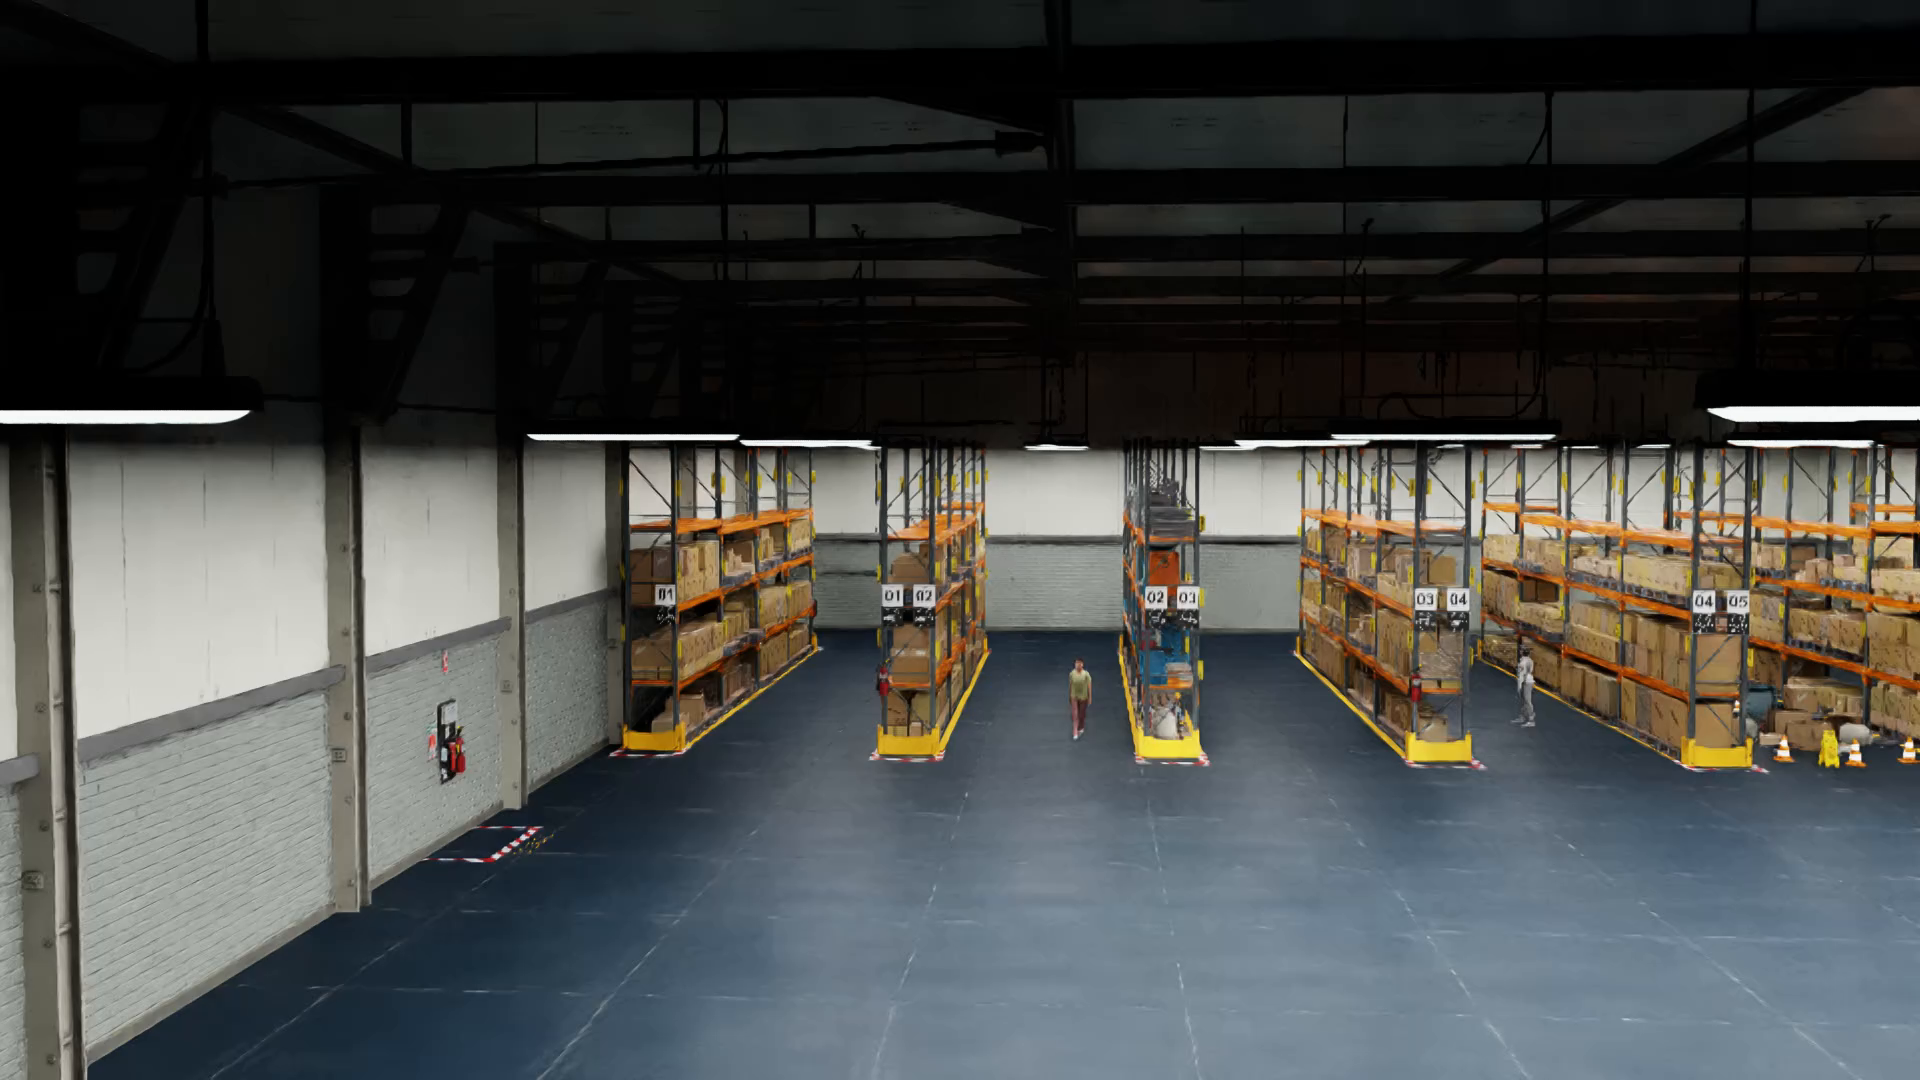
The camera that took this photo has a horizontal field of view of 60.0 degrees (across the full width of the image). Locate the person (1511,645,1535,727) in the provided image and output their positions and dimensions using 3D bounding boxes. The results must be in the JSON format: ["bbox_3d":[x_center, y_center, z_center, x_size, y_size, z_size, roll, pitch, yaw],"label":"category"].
[{"bbox_3d":[11.743,3.021,34.633,0.544,1.667,0.572,2,4,33],"label":"person"}]

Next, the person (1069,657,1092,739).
[{"bbox_3d":[2.402,3.136,33.170,0.458,1.612,1.010,0,3,3],"label":"person"}]

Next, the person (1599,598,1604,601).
[{"bbox_3d":[17.880,2.437,46.141,0.529,1.644,0.612,-1,3,-9],"label":"person"}]
